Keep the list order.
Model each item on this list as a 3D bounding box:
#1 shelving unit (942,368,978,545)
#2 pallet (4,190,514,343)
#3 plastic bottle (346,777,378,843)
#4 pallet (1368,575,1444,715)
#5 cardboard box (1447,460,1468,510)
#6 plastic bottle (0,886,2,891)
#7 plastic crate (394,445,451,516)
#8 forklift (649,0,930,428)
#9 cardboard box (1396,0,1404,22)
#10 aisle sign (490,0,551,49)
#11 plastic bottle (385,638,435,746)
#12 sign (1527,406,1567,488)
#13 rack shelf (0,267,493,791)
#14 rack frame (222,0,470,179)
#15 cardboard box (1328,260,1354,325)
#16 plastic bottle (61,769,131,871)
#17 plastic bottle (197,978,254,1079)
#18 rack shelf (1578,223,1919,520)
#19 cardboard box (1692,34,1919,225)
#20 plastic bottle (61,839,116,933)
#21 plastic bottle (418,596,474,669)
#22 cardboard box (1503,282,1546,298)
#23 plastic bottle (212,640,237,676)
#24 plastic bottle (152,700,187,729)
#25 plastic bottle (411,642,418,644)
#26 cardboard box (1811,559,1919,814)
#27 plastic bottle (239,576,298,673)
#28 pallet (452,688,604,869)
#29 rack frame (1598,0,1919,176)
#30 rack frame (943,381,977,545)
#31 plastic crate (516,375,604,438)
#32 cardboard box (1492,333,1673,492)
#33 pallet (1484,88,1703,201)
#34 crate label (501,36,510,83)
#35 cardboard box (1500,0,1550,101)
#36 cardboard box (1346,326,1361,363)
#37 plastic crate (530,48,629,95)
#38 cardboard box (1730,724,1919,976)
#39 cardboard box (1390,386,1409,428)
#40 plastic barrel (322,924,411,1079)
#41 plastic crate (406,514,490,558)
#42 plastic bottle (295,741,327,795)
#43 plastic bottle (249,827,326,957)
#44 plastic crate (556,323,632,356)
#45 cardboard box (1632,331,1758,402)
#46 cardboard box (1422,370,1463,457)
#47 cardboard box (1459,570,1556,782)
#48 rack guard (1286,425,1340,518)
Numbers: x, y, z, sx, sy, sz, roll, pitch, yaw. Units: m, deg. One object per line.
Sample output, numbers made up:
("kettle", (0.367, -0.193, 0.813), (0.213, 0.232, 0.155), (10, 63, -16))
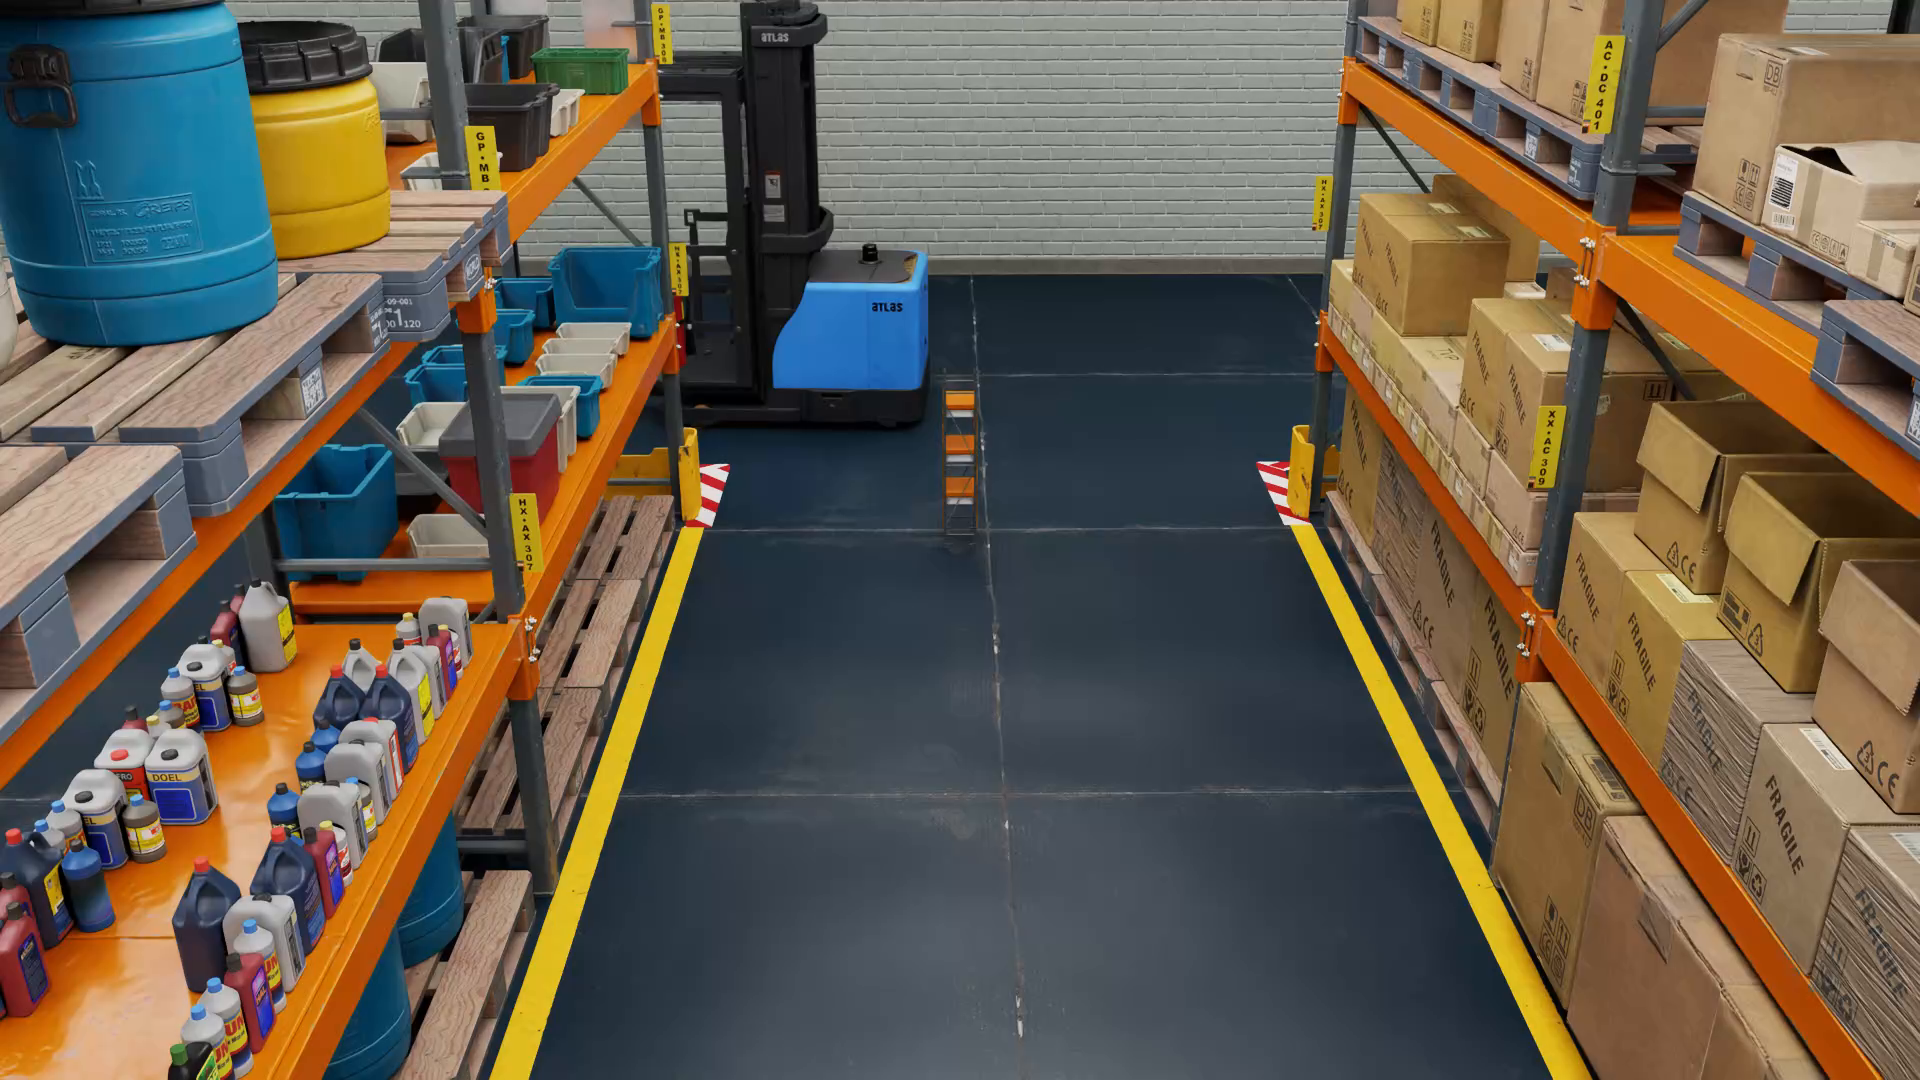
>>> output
("shelving unit", (-0.001, -0.500, 10.082), (0.215, 1.050, 0.252), (0, 24, -1))
("pallet", (-2.093, -0.856, 5.092), (1.213, 0.211, 1.003), (0, 24, -1))
("plastic bottle", (-1.832, 0.815, 5.049), (0.097, 0.201, 0.097), (0, 24, 0))
("pallet", (2.807, 0.533, 8.816), (1.003, 0.211, 1.213), (0, 24, -1))
("cardboard box", (2.414, -0.248, 7.462), (0.380, 0.149, 0.250), (0, 24, 0))
("plastic bottle", (-2.602, 1.037, 4.459), (0.061, 0.283, 0.133), (0, 24, -1))
("plastic crate", (-2.480, -0.260, 7.445), (0.437, 0.125, 0.590), (0, 24, -1))
("forklift", (-1.763, -2.361, 11.914), (3.031, 2.935, 1.130), (1, 24, 3))
("cardboard box", (2.769, -3.003, 8.858), (0.700, 0.500, 0.500), (-2, 24, -4))
("aisle sign", (-2.540, -2.759, 9.555), (0.394, 0.787, 0.004), (0, 24, -1))
("plastic bottle", (-1.862, 0.502, 5.560), (0.144, 0.351, 0.185), (0, 24, -1))
("sign", (2.199, -0.347, 6.232), (0.100, 0.325, 0.005), (0, 24, -1))
("rack shelf", (-2.177, -0.113, 4.092), (1.077, 0.370, 4.000), (0, 24, -1))
("rack frame", (-2.199, -2.631, 5.148), (1.000, 3.000, 0.127), (0, 24, -1))
("cardboard box", (2.445, -1.436, 9.607), (0.500, 0.250, 0.500), (-1, 24, -2))
("plastic bottle", (-2.562, 0.828, 4.929), (0.152, 0.276, 0.135), (0, 24, -1))
("plastic bottle", (-1.821, 1.201, 4.111), (0.097, 0.271, 0.097), (0, 24, 0))
("rack shelf", (2.775, -0.135, 4.141), (1.077, 0.370, 4.000), (0, 24, -1))
("cardboard box", (2.770, -1.285, 5.180), (0.700, 0.500, 0.500), (0, 24, 1))
("plastic bottle", (-2.442, 0.958, 4.648), (0.097, 0.271, 0.097), (0, 24, 0))
("plastic bottle", (-1.871, 0.320, 6.054), (0.152, 0.276, 0.135), (0, 24, -1))
("cardboard box", (2.986, -1.228, 9.146), (0.500, 0.250, 0.500), (-1, 24, -1))
("plastic bottle", (-2.601, 0.448, 5.860), (0.097, 0.201, 0.097), (0, 24, 0))
("plastic bottle", (-2.596, 0.624, 5.471), (0.097, 0.201, 0.097), (0, 24, 0))
("plastic bottle", (-1.902, 0.457, 5.841), (0.097, 0.201, 0.097), (0, 24, 0))
("cardboard box", (2.787, 0.379, 4.432), (0.797, 0.503, 0.637), (1, 24, 1))
("plastic bottle", (-2.519, 0.288, 6.033), (0.144, 0.351, 0.185), (0, 24, -1))
("pallet", (-2.246, 1.070, 7.628), (1.003, 0.211, 1.213), (0, 24, -1))
("rack frame", (2.754, -2.653, 5.197), (1.000, 3.000, 0.127), (0, 24, -1))
("rack frame", (0.001, -0.450, 9.971), (0.200, 1.050, 0.008), (0, 24, -1))
("plastic crate", (-1.964, -0.652, 8.182), (0.416, 0.233, 0.300), (0, 24, -1))
("cardboard box", (2.481, -0.517, 6.664), (0.500, 0.500, 0.500), (0, 24, 1))
("pallet", (2.755, -1.583, 6.579), (1.003, 0.211, 1.213), (0, 24, -1))
("crate label", (-2.556, -2.463, 8.597), (0.408, 0.251, 0.502), (0, 24, -1))
("cardboard box", (2.684, -2.113, 6.890), (0.700, 0.500, 0.500), (1, 24, 2))
("cardboard box", (2.391, -1.095, 9.336), (0.380, 0.149, 0.250), (-1, 24, -2))
("plastic crate", (-1.946, -2.411, 8.558), (0.450, 0.188, 0.336), (0, 24, -1))
("cardboard box", (2.531, 0.851, 4.606), (0.500, 0.500, 0.500), (0, 24, 0))
("cardboard box", (2.402, -0.672, 8.401), (0.380, 0.149, 0.250), (-1, 24, -2))
("plastic barrel", (-2.202, 1.383, 5.589), (0.600, 0.901, 0.708), (0, 24, -1))
("plastic crate", (-2.061, 0.003, 6.851), (0.396, 0.136, 0.243), (0, 24, -1))
("plastic bottle", (-1.985, 0.744, 5.121), (0.097, 0.271, 0.097), (0, 24, 0))
("plastic bottle", (-1.850, 0.956, 4.556), (0.144, 0.351, 0.185), (0, 24, -1))
("plastic crate", (-2.053, -1.118, 9.329), (0.396, 0.136, 0.243), (0, 24, -1))
("cardboard box", (3.004, -0.527, 6.687), (0.500, 0.500, 0.500), (0, 24, -1))
("cardboard box", (2.473, -0.592, 7.739), (0.500, 0.250, 0.500), (0, 24, 1))
("cardboard box", (2.826, 0.584, 7.387), (0.875, 0.875, 0.875), (0, 24, -1))
("rack guard", (2.710, -0.439, 10.615), (1.175, 0.500, 0.348), (0, 24, -1))
